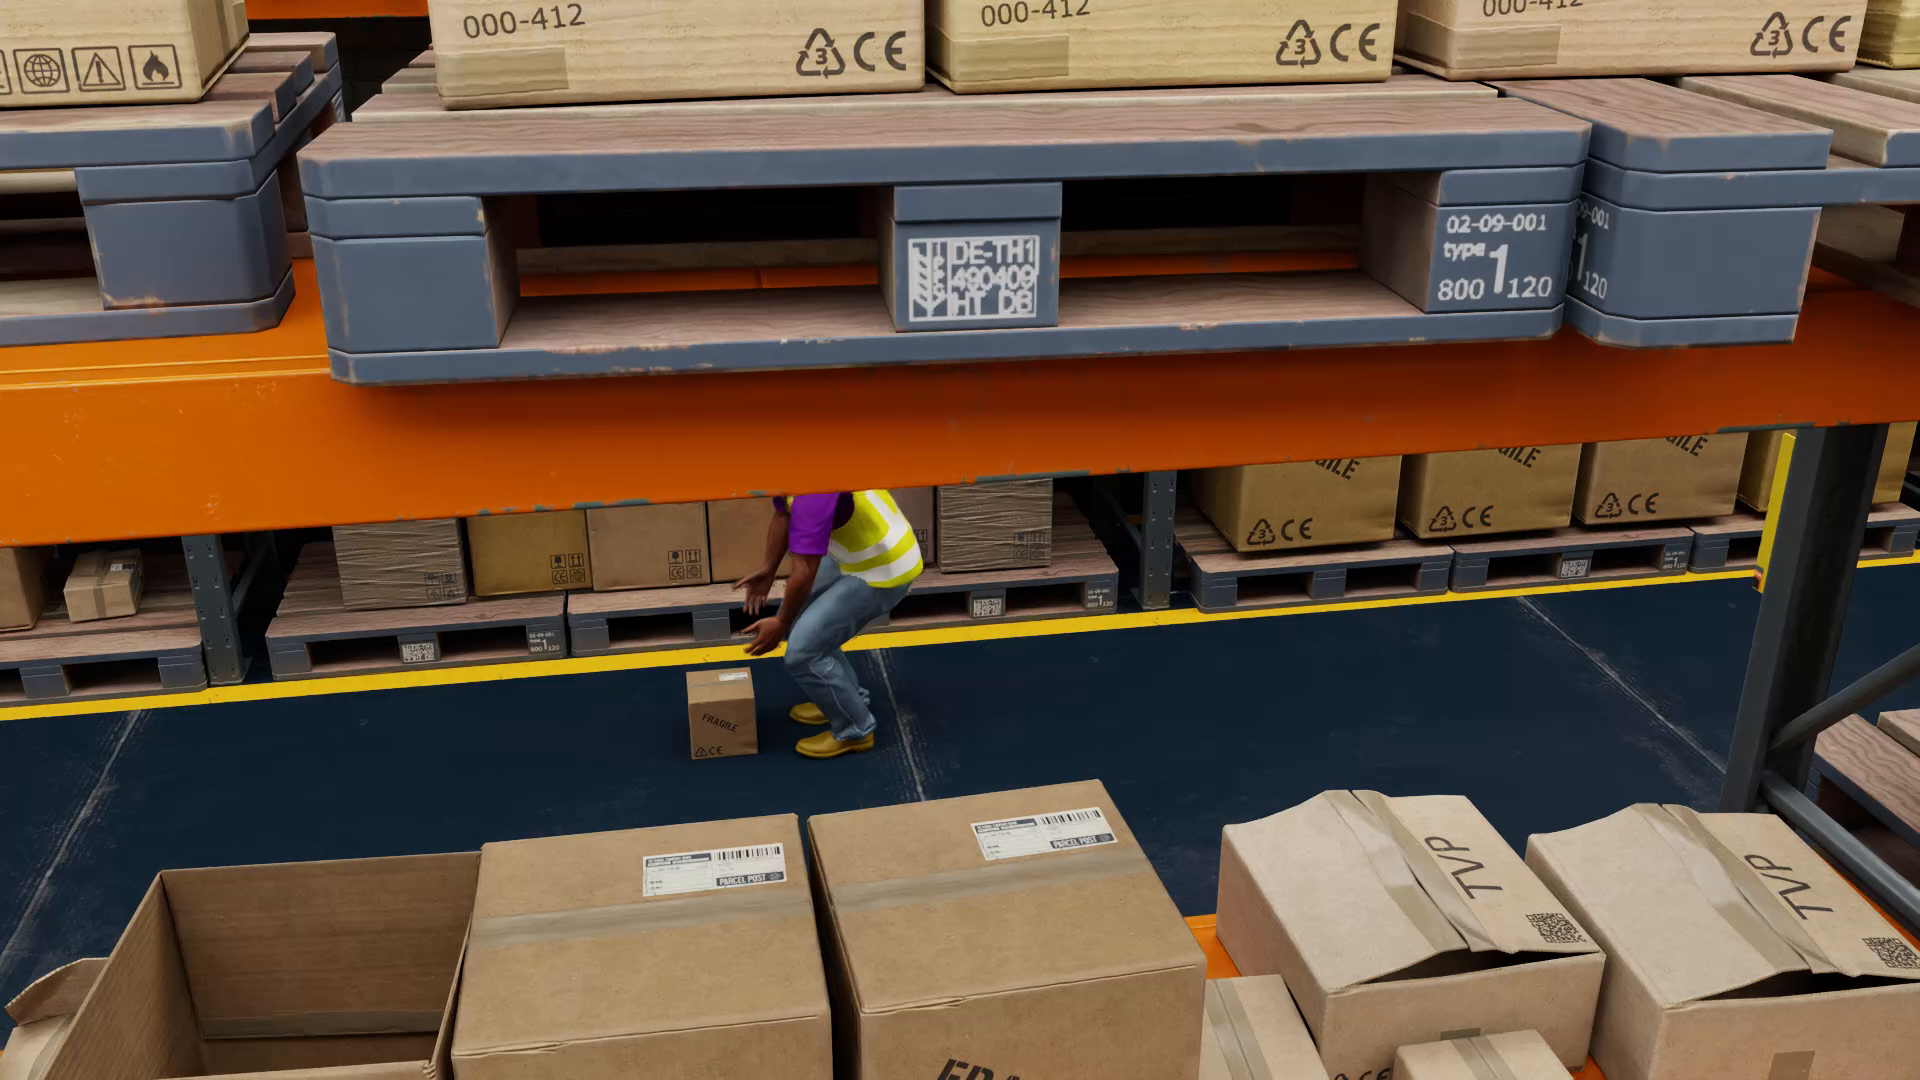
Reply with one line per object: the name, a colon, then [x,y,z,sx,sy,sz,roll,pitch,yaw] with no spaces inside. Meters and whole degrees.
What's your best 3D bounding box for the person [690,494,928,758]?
person: [-0.552,0.261,6.257,0.862,1.140,0.611,-4,24,-10]
